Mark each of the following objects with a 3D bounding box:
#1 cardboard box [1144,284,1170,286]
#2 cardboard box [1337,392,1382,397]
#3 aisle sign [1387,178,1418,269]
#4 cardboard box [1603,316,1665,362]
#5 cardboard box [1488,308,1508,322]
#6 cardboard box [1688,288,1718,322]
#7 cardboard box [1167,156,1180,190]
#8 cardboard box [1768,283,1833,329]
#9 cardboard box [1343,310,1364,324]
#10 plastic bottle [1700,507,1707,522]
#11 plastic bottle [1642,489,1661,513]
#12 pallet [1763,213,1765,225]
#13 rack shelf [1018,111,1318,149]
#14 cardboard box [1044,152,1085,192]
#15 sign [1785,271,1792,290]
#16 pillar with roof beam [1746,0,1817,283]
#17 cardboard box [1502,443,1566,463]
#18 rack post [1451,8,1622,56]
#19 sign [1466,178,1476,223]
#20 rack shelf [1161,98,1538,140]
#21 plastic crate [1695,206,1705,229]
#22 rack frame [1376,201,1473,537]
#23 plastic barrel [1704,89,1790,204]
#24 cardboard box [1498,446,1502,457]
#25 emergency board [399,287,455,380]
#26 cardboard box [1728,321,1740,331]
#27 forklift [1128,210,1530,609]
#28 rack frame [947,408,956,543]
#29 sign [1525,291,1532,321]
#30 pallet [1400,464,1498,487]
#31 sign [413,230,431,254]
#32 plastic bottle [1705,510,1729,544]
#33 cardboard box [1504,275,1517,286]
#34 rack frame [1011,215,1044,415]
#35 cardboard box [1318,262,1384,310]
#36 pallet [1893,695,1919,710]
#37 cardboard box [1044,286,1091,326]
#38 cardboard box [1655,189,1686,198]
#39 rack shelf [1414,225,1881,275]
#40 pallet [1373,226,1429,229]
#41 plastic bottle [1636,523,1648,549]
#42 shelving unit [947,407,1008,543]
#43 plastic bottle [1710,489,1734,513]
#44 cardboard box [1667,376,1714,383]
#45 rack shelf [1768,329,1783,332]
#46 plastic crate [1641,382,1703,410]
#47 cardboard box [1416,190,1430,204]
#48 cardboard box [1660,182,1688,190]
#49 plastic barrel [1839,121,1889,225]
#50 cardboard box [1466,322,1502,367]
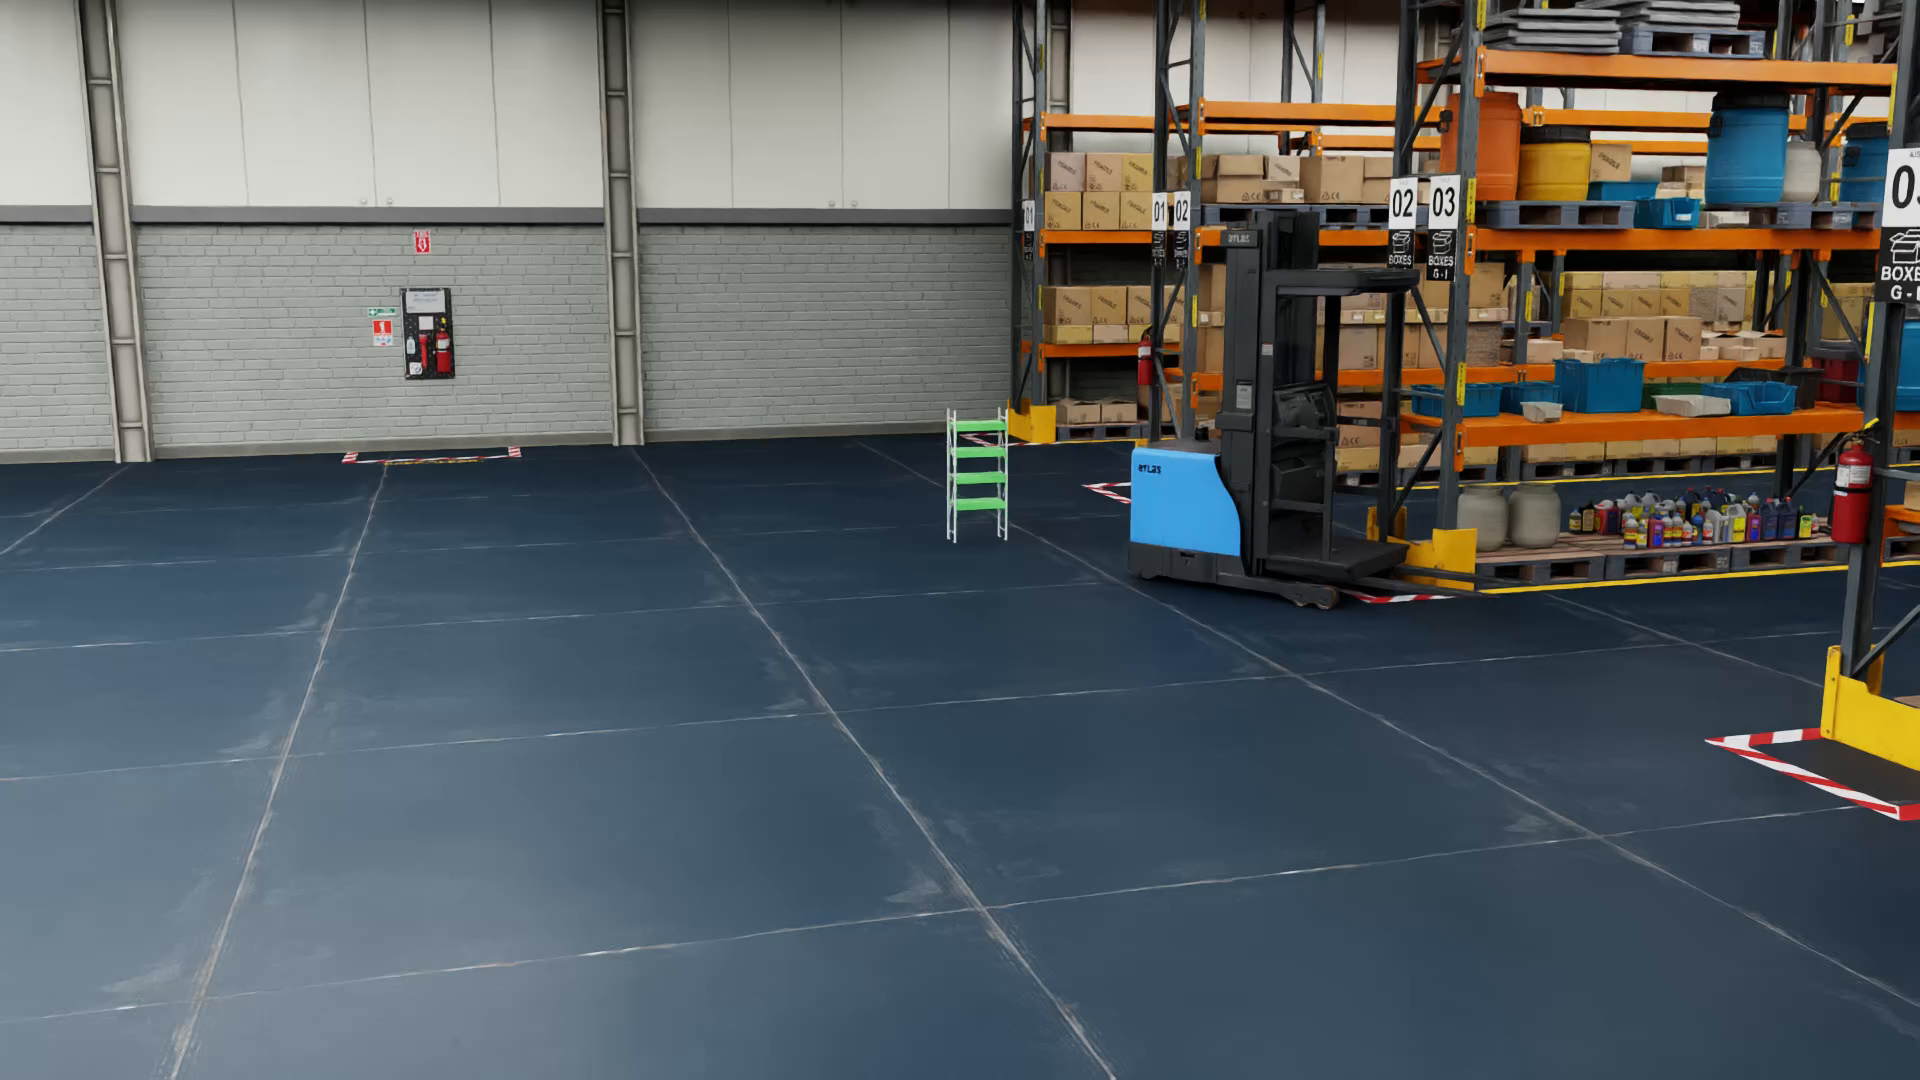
[{"bbox_3d":[2.760,-3.316,23.265,0.500,0.500,0.500,-3,11,-15],"label":"cardboard box"},{"bbox_3d":[4.638,-1.419,19.036,0.500,0.500,0.500,-3,11,-16],"label":"cardboard box"},{"bbox_3d":[3.519,-2.478,13.247,0.004,0.787,0.394,-3,11,-16],"label":"aisle sign"},{"bbox_3d":[7.860,-2.353,19.469,0.500,0.500,0.500,-3,11,-16],"label":"cardboard box"},{"bbox_3d":[5.930,-2.533,18.655,0.250,0.149,0.380,-3,11,-16],"label":"cardboard box"},{"bbox_3d":[11.080,-3.568,25.193,0.500,0.500,0.500,-3,11,-16],"label":"cardboard box"},{"bbox_3d":[2.729,-5.042,22.976,0.500,0.500,0.500,-3,11,-16],"label":"cardboard box"},{"bbox_3d":[12.950,-3.653,25.982,0.700,0.700,0.980,-3,11,-15],"label":"cardboard box"},{"bbox_3d":[4.204,-2.441,18.159,0.250,0.149,0.380,-3,11,-15],"label":"cardboard box"},{"bbox_3d":[6.293,-0.137,13.996,0.133,0.283,0.061,-3,11,-16],"label":"plastic bottle"},{"bbox_3d":[6.032,-0.268,14.523,0.185,0.351,0.144,-3,11,-16],"label":"plastic bottle"},{"bbox_3d":[9.345,-3.750,19.574,1.003,0.211,1.213,-2,11,-13],"label":"pallet"},{"bbox_3d":[2.823,-5.570,22.649,4.000,0.370,1.077,-3,11,-16],"label":"rack shelf"},{"bbox_3d":[1.340,-4.877,22.081,0.500,0.500,0.500,-4,11,-20],"label":"cardboard box"},{"bbox_3d":[12.585,-3.918,25.268,0.005,0.325,0.100,-3,11,-16],"label":"sign"},{"bbox_3d":[14.058,-5.869,22.277,0.548,9.000,9.100,-3,11,-16],"label":"pillar with roof beam"},{"bbox_3d":[6.588,-1.047,19.088,0.500,0.250,0.500,-3,11,-17],"label":"cardboard box"},{"bbox_3d":[4.433,-3.873,12.812,0.954,0.300,0.937,-2,11,-10],"label":"rack post"},{"bbox_3d":[3.821,-2.536,12.429,0.005,0.325,0.100,-3,11,-16],"label":"sign"},{"bbox_3d":[4.211,-4.514,18.008,4.000,0.370,1.077,-3,11,-16],"label":"rack shelf"},{"bbox_3d":[5.921,-2.693,13.893,0.450,0.188,0.336,-3,11,-16],"label":"plastic crate"},{"bbox_3d":[3.672,-1.152,13.222,0.127,3.000,1.000,-3,11,-16],"label":"rack frame"},{"bbox_3d":[6.527,-3.251,13.794,0.708,0.901,0.600,-3,11,-16],"label":"plastic barrel"},{"bbox_3d":[6.448,-1.141,19.599,0.500,0.250,0.500,-3,11,-16],"label":"cardboard box"},{"bbox_3d":[-6.811,-2.638,21.294,0.643,1.169,0.194,-3,11,-16],"label":"emergency board"},{"bbox_3d":[11.682,-3.279,25.416,0.250,0.149,0.380,-3,11,-14],"label":"cardboard box"},{"bbox_3d":[2.833,-1.030,12.752,3.031,2.935,1.130,8,13,38],"label":"forklift"},{"bbox_3d":[-0.075,-0.586,15.120,0.015,1.200,0.240,-3,11,-16],"label":"rack frame"},{"bbox_3d":[6.288,-2.584,18.391,0.005,0.325,0.100,-3,11,-16],"label":"sign"},{"bbox_3d":[5.356,-0.811,19.073,1.213,0.211,1.003,-3,11,-16],"label":"pallet"},{"bbox_3d":[-6.847,-3.795,21.176,0.199,0.298,0.001,-3,11,-16],"label":"sign"},{"bbox_3d":[6.323,-0.115,13.897,0.135,0.276,0.152,-3,11,-15],"label":"plastic bottle"},{"bbox_3d":[7.956,-3.822,24.443,0.250,0.149,0.380,-5,12,-25],"label":"cardboard box"},{"bbox_3d":[0.902,-2.874,22.577,0.127,3.000,1.000,-3,11,-16],"label":"rack frame"},{"bbox_3d":[4.261,-2.803,18.332,0.500,0.500,0.700,-3,11,-16],"label":"cardboard box"},{"bbox_3d":[5.919,1.042,9.008,1.213,0.211,1.003,-3,11,-16],"label":"pallet"},{"bbox_3d":[1.445,-3.151,22.368,0.500,0.500,0.500,-3,11,-16],"label":"cardboard box"},{"bbox_3d":[7.984,-3.910,19.172,0.500,0.250,0.500,-4,11,-21],"label":"cardboard box"},{"bbox_3d":[5.592,-2.374,13.565,4.000,0.370,1.077,-3,11,-16],"label":"rack shelf"},{"bbox_3d":[6.361,-4.525,23.779,1.003,0.211,1.213,-3,11,-16],"label":"pallet"},{"bbox_3d":[5.599,-0.035,13.668,0.097,0.201,0.097,0,10,0],"label":"plastic bottle"},{"bbox_3d":[0.159,-0.598,15.187,0.503,1.200,0.258,-3,11,-16],"label":"shelving unit"},{"bbox_3d":[6.661,-0.274,14.555,0.185,0.351,0.144,-3,11,-16],"label":"plastic bottle"},{"bbox_3d":[10.984,-2.530,25.484,0.750,0.750,0.750,-3,11,-14],"label":"cardboard box"},{"bbox_3d":[14.345,-3.229,26.491,4.000,0.370,1.077,-3,11,-16],"label":"rack shelf"},{"bbox_3d":[6.130,-1.230,14.234,0.662,0.188,0.450,-3,11,-16],"label":"plastic crate"},{"bbox_3d":[5.049,-3.734,18.111,0.250,0.149,0.380,-3,11,-16],"label":"cardboard box"},{"bbox_3d":[10.533,-5.143,25.126,0.500,0.500,0.700,-3,11,-16],"label":"cardboard box"},{"bbox_3d":[7.940,-3.140,14.349,0.708,0.901,0.600,-3,11,-16],"label":"plastic barrel"},{"bbox_3d":[5.707,-2.241,18.863,0.500,0.500,0.700,-3,11,-17],"label":"cardboard box"}]
